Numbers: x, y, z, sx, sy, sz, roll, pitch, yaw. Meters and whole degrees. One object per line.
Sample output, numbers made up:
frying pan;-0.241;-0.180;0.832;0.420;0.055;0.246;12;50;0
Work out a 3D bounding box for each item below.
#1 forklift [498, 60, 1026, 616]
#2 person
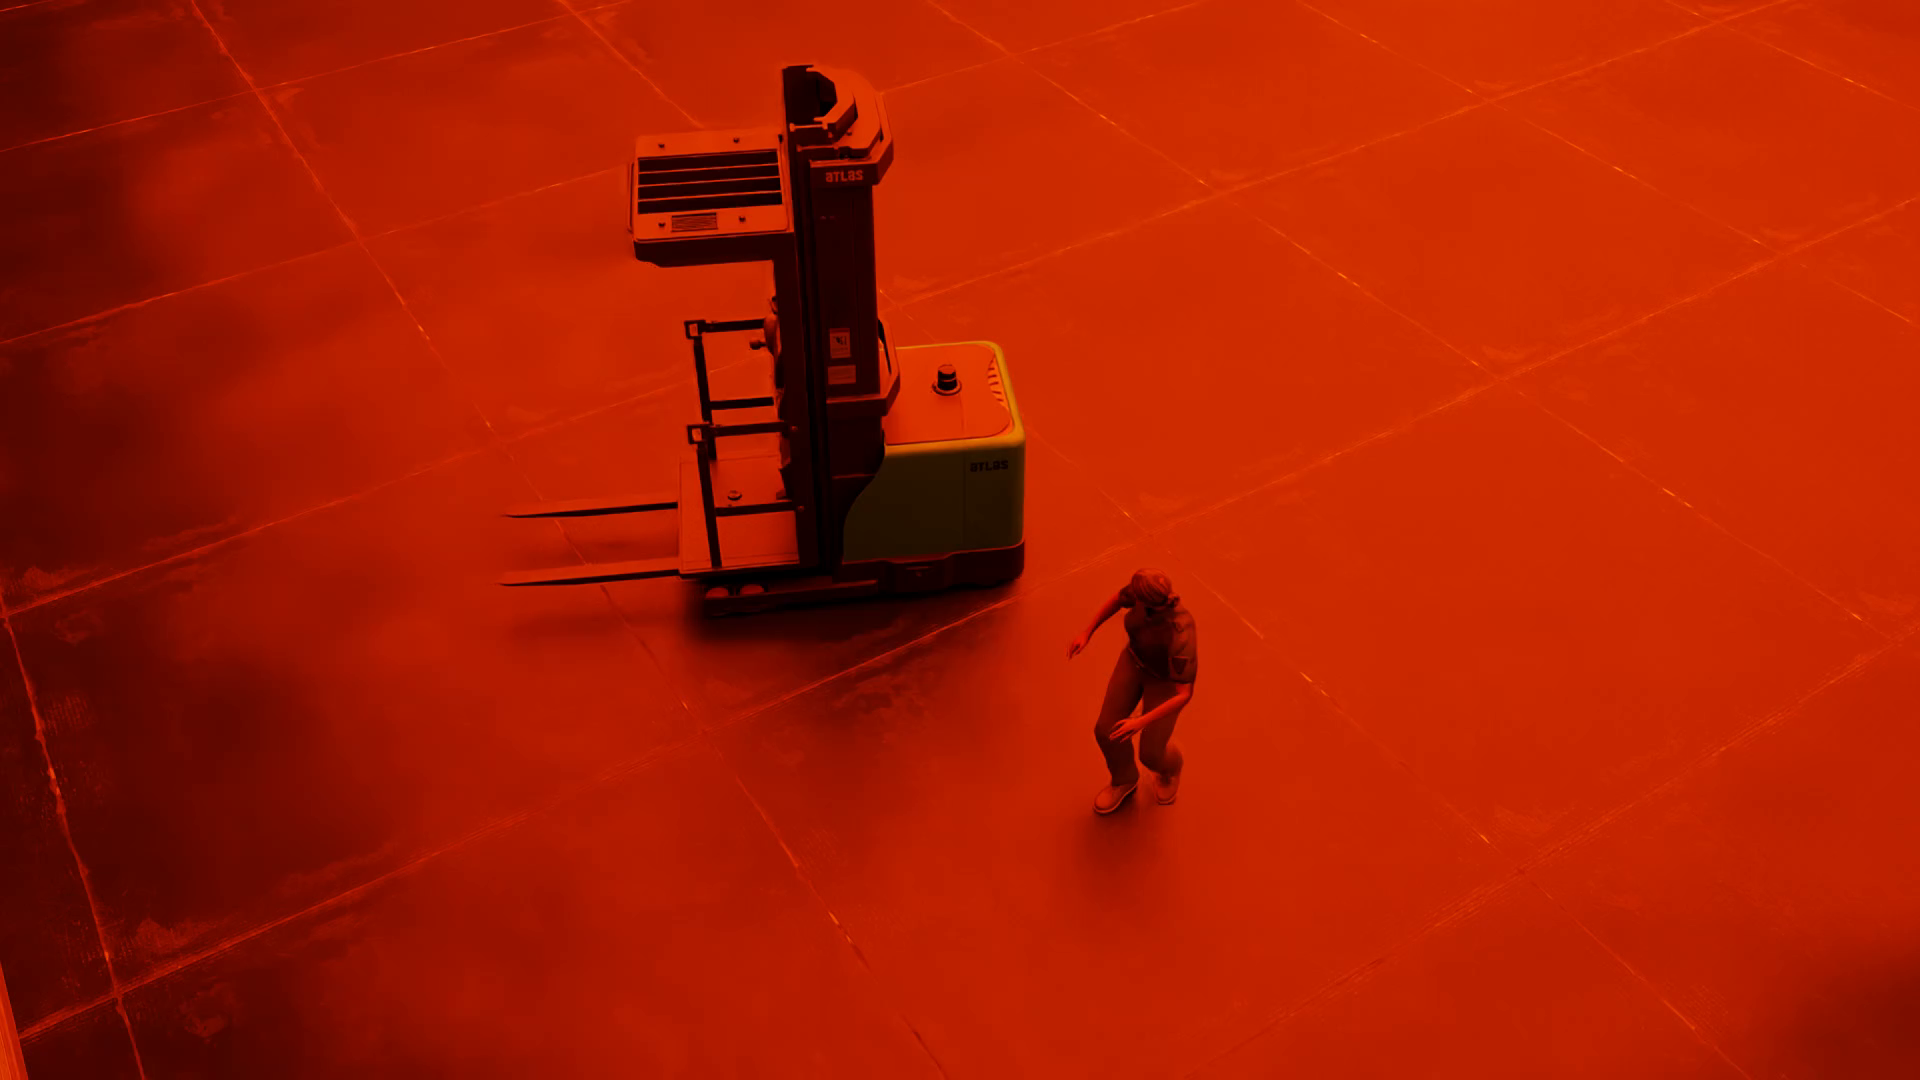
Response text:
forklift;-1.180;-1.039;9.060;3.031;2.935;1.130;-5;41;-6
person;0.827;0.731;8.080;0.704;1.558;0.741;-31;50;-30
